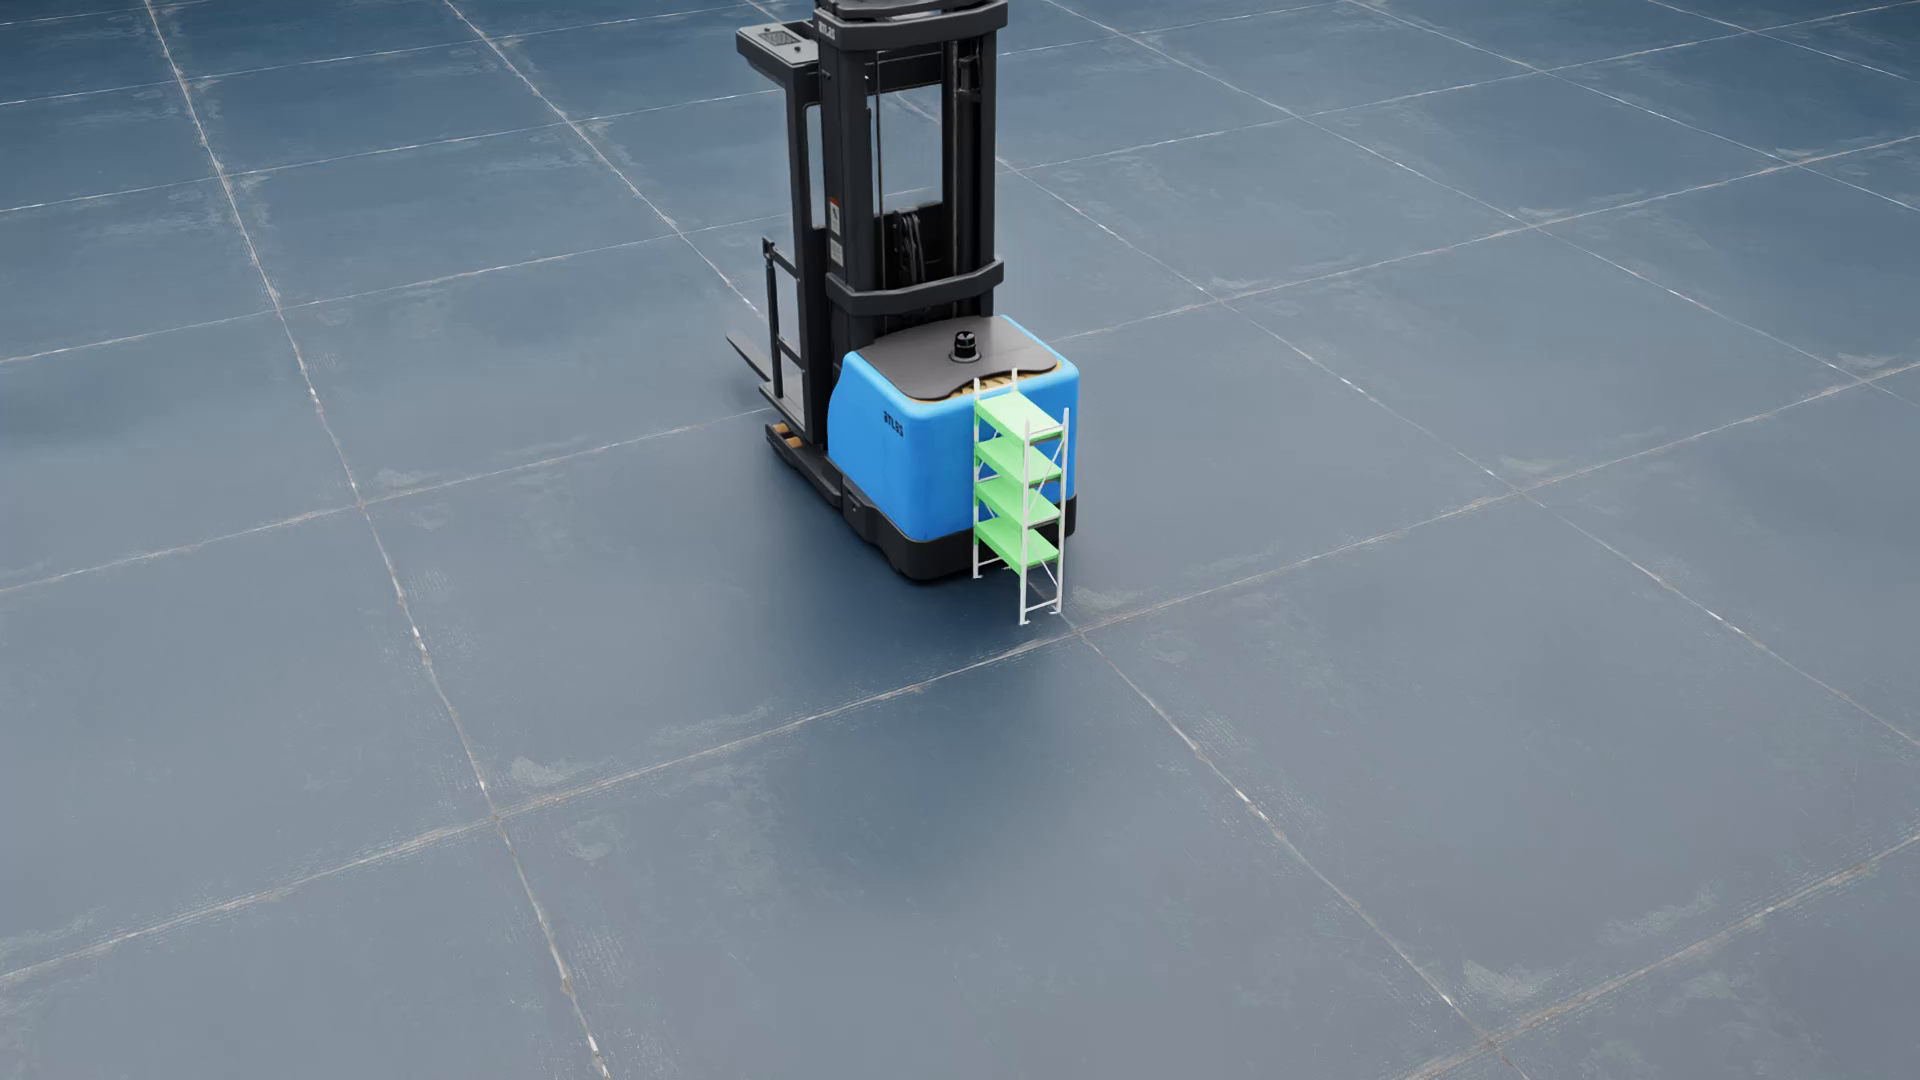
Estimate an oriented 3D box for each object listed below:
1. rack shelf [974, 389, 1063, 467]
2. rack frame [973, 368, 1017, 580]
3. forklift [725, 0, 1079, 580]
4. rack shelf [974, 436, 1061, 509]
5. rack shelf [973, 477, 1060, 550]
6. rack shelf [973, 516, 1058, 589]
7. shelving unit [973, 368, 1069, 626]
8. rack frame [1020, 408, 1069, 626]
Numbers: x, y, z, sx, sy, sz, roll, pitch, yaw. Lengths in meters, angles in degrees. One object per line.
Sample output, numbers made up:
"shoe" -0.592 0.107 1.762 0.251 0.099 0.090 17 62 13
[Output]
"rack shelf" 0.298 -0.563 8.245 0.258 0.148 0.480 -17 36 -24
"rack frame" 0.179 -0.327 8.649 0.240 1.200 0.015 -17 36 -24
"forklift" -0.519 -1.792 9.329 1.130 2.935 3.031 -17 36 -24
"rack shelf" 0.298 -0.361 8.375 0.258 0.148 0.480 -17 36 -24
"rack shelf" 0.298 -0.159 8.504 0.258 0.148 0.480 -17 36 -24
"rack shelf" 0.298 0.043 8.634 0.258 0.148 0.480 -17 36 -24
"shelving unit" 0.298 -0.213 8.470 0.258 1.200 0.503 -17 36 -24
"rack frame" 0.417 -0.098 8.290 0.240 1.200 0.015 -17 36 -24
